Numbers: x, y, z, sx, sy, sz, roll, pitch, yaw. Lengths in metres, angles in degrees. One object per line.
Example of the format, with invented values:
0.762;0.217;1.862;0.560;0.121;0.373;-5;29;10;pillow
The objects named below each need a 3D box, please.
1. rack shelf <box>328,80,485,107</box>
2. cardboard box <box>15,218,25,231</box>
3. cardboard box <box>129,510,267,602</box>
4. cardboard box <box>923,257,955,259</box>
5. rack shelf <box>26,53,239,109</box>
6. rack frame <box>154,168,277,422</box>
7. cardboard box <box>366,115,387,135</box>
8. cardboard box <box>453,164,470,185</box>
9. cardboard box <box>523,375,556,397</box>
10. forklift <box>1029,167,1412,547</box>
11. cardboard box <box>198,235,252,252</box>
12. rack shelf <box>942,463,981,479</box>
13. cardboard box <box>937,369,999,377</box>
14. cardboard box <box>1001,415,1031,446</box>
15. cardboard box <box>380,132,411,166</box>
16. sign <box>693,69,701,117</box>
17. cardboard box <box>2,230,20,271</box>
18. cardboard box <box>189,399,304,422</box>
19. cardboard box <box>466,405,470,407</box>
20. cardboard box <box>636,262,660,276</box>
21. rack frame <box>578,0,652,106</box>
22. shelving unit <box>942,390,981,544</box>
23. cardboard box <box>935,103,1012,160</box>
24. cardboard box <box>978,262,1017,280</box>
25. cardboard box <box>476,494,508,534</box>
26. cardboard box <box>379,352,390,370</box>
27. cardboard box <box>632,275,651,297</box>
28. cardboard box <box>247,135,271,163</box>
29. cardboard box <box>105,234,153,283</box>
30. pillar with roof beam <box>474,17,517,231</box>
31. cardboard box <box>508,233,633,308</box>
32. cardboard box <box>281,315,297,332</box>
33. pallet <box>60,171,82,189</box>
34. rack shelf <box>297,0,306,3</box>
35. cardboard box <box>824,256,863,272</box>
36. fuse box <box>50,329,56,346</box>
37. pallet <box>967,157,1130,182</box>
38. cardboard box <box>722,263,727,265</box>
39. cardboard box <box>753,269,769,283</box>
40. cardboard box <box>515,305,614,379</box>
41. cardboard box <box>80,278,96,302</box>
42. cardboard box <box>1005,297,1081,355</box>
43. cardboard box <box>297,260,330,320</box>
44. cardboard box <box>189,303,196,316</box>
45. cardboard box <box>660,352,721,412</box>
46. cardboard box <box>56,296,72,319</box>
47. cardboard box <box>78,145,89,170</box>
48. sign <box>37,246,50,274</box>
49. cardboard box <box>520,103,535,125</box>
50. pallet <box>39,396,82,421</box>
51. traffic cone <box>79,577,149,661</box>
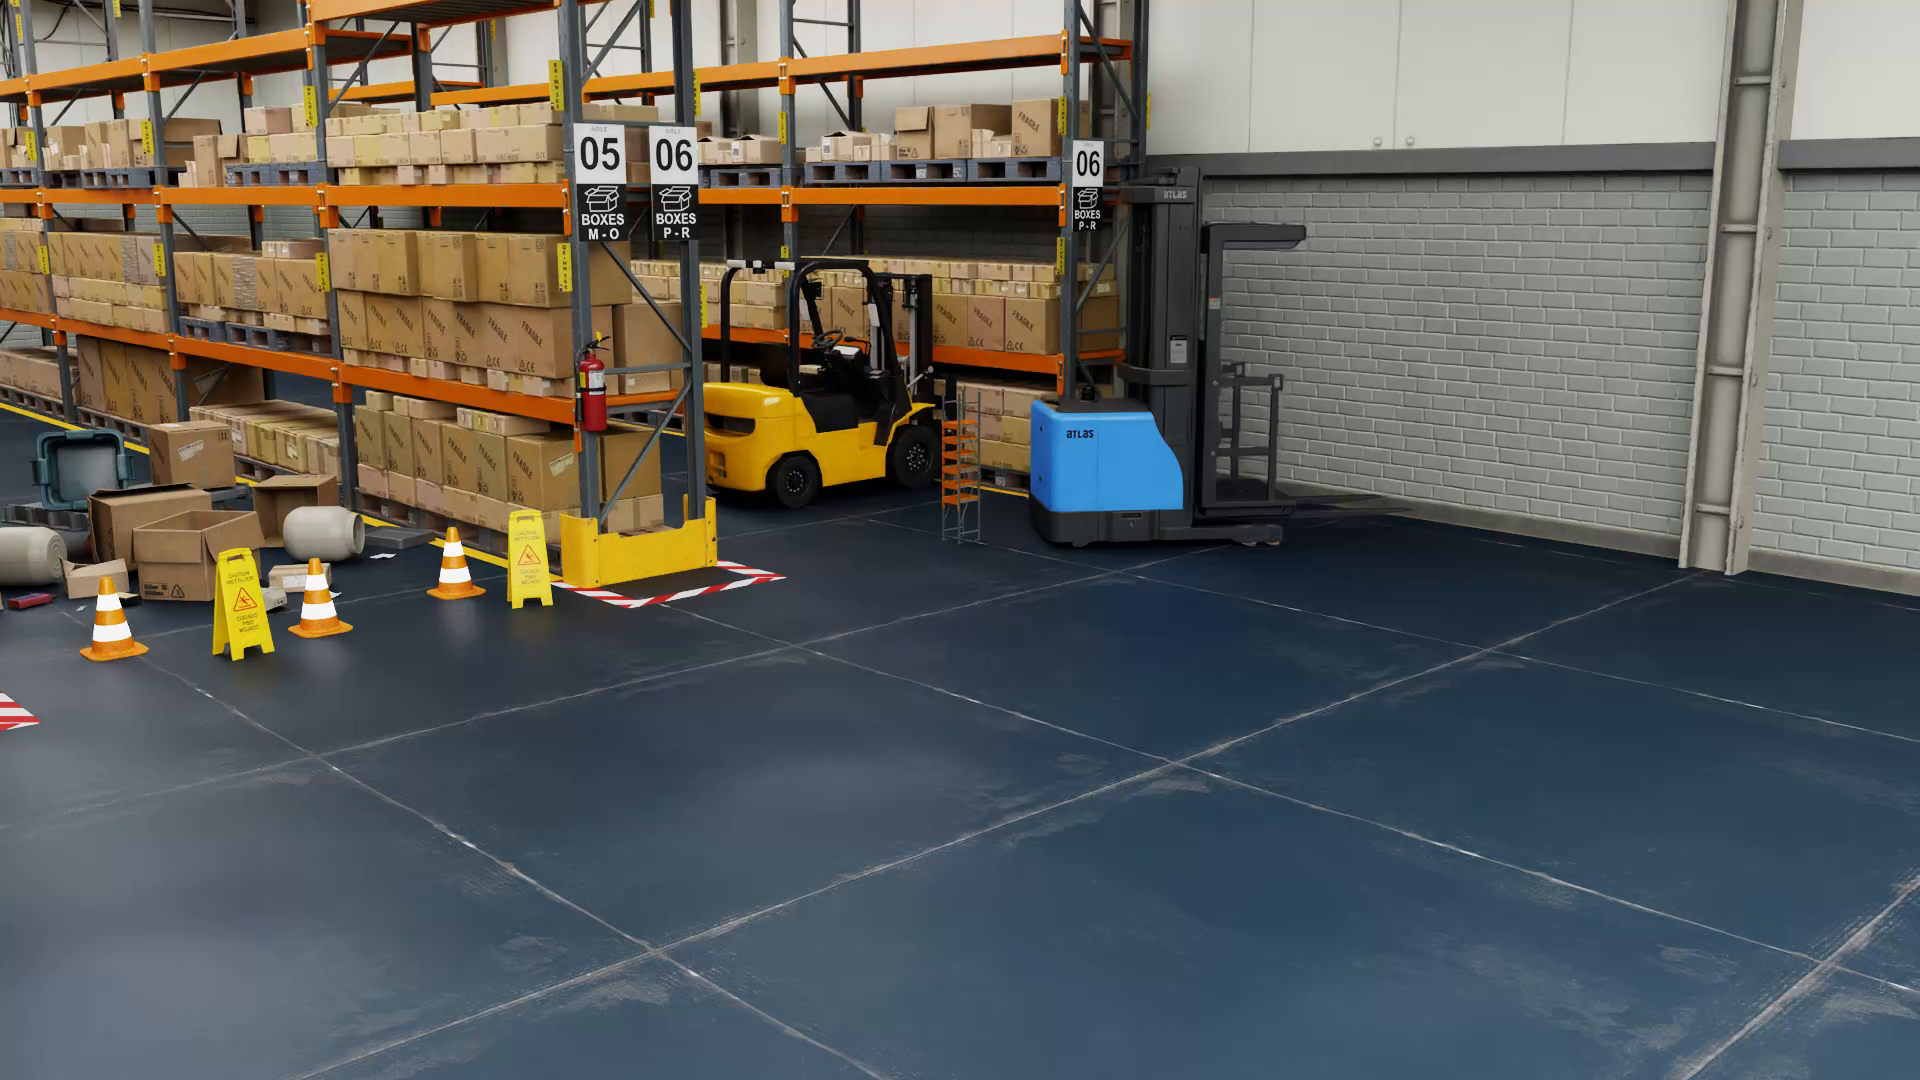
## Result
-8.368;-6.536;24.628;1.077;0.370;4.000;-11;16;-43;rack shelf
-11.673;-3.982;20.973;0.380;0.149;0.250;-11;16;-43;cardboard box
-5.332;0.103;11.667;0.637;0.503;0.797;1;12;6;cardboard box
-0.162;-2.809;17.020;0.380;0.149;0.250;-11;16;-43;cardboard box
-9.193;-5.066;18.474;1.077;0.370;4.000;-11;16;-43;rack shelf
-7.812;-2.384;17.550;1.000;3.000;0.127;-11;16;-43;rack frame
-4.530;-3.330;13.353;0.380;0.149;0.250;-11;16;-43;cardboard box
-3.600;-2.767;12.595;0.250;0.149;0.380;11;16;44;cardboard box
-2.956;-1.140;12.133;0.380;0.149;0.250;-11;16;-43;cardboard box
2.131;-1.489;13.376;3.031;2.935;1.130;-2;12;-8;forklift
-7.976;-3.029;17.954;0.500;0.500;0.500;11;16;43;cardboard box
0.010;-0.542;13.289;0.258;0.103;0.180;-11;16;-43;rack shelf
0.071;-1.577;16.926;0.500;0.250;0.500;-11;16;-44;cardboard box
0.738;-1.040;15.561;0.500;0.250;0.500;-11;16;-43;cardboard box
-4.245;-3.090;13.179;0.500;0.250;0.500;-11;16;-42;cardboard box
-1.895;-3.189;11.859;0.100;0.325;0.005;-11;16;-43;sign
-11.803;-3.685;21.139;0.500;0.500;0.500;-11;16;-42;cardboard box
-7.429;-1.219;17.366;0.625;0.372;0.950;10;16;41;cardboard box
-4.095;-0.904;14.279;0.500;0.500;0.500;-11;16;-42;cardboard box
-3.647;-3.246;19.880;0.380;0.149;0.250;-11;16;-42;cardboard box
-4.225;-6.015;20.304;1.000;3.000;0.127;-11;16;-43;rack frame
0.010;-0.586;13.280;0.258;1.200;0.189;-11;16;-43;shelving unit
0.183;-3.876;15.819;0.700;0.500;0.500;-11;16;-42;cardboard box
0.389;-2.557;15.796;0.380;0.149;0.250;-11;16;-42;cardboard box
-3.392;-0.233;12.881;0.500;0.250;0.500;-11;16;-42;cardboard box
-4.647;-1.522;13.990;0.380;0.149;0.250;-11;16;-43;cardboard box
-3.750;-3.076;20.039;0.500;0.250;0.500;-10;15;-41;cardboard box
-6.255;-3.616;15.426;0.500;0.250;0.500;-11;16;-42;cardboard box
-9.057;-3.109;18.342;0.500;0.500;0.500;-11;16;-43;cardboard box
-9.930;-6.226;21.329;9.100;9.000;0.400;-11;16;-43;pillar with roof beam
-2.798;-1.945;11.956;0.500;0.500;0.700;11;16;44;cardboard box
-5.978;-1.993;15.234;0.380;0.149;0.250;-11;16;-43;cardboard box
-9.906;-4.216;19.484;1.217;0.209;0.805;11;16;43;pallet
-8.368;-8.166;24.292;1.077;0.370;4.000;-11;16;-43;rack shelf
-1.198;-2.894;17.432;0.380;0.149;0.250;-11;16;-42;cardboard box
-15.628;-4.012;28.643;0.539;1.711;0.414;-11;16;-43;fuse box
0.830;-3.441;15.467;1.003;0.211;1.213;-11;16;-43;pallet
-2.569;-3.169;19.506;0.380;0.149;0.250;-11;16;-42;cardboard box
-2.050;-2.913;18.263;0.380;0.149;0.250;-11;16;-43;cardboard box
-2.862;-1.452;12.041;0.500;0.500;0.500;-11;16;-44;cardboard box
-9.765;-2.886;19.120;0.500;0.250;0.500;-11;16;-42;cardboard box
0.770;-1.993;15.404;0.500;0.500;0.500;-11;16;-44;cardboard box
-5.535;-2.236;14.806;0.500;0.500;0.500;-11;16;-44;cardboard box
-7.722;-2.393;17.177;0.250;0.149;0.380;11;16;42;cardboard box
-3.347;-1.932;20.198;0.875;0.625;0.625;-10;15;-41;cardboard box
-10.462;-2.793;19.908;0.500;0.250;0.500;11;16;44;cardboard box
-9.566;-4.261;18.521;0.396;0.266;0.258;-9;15;-38;cardboard box
-10.975;-3.353;19.911;0.100;0.325;0.005;-11;16;-43;sign
-2.885;-3.004;11.774;0.380;0.149;0.250;-11;16;-42;cardboard box
-11.043;-1.724;21.256;1.003;0.211;1.213;-11;16;-43;pallet
-5.138;0.455;10.056;0.336;0.463;0.334;-11;16;-43;traffic cone
